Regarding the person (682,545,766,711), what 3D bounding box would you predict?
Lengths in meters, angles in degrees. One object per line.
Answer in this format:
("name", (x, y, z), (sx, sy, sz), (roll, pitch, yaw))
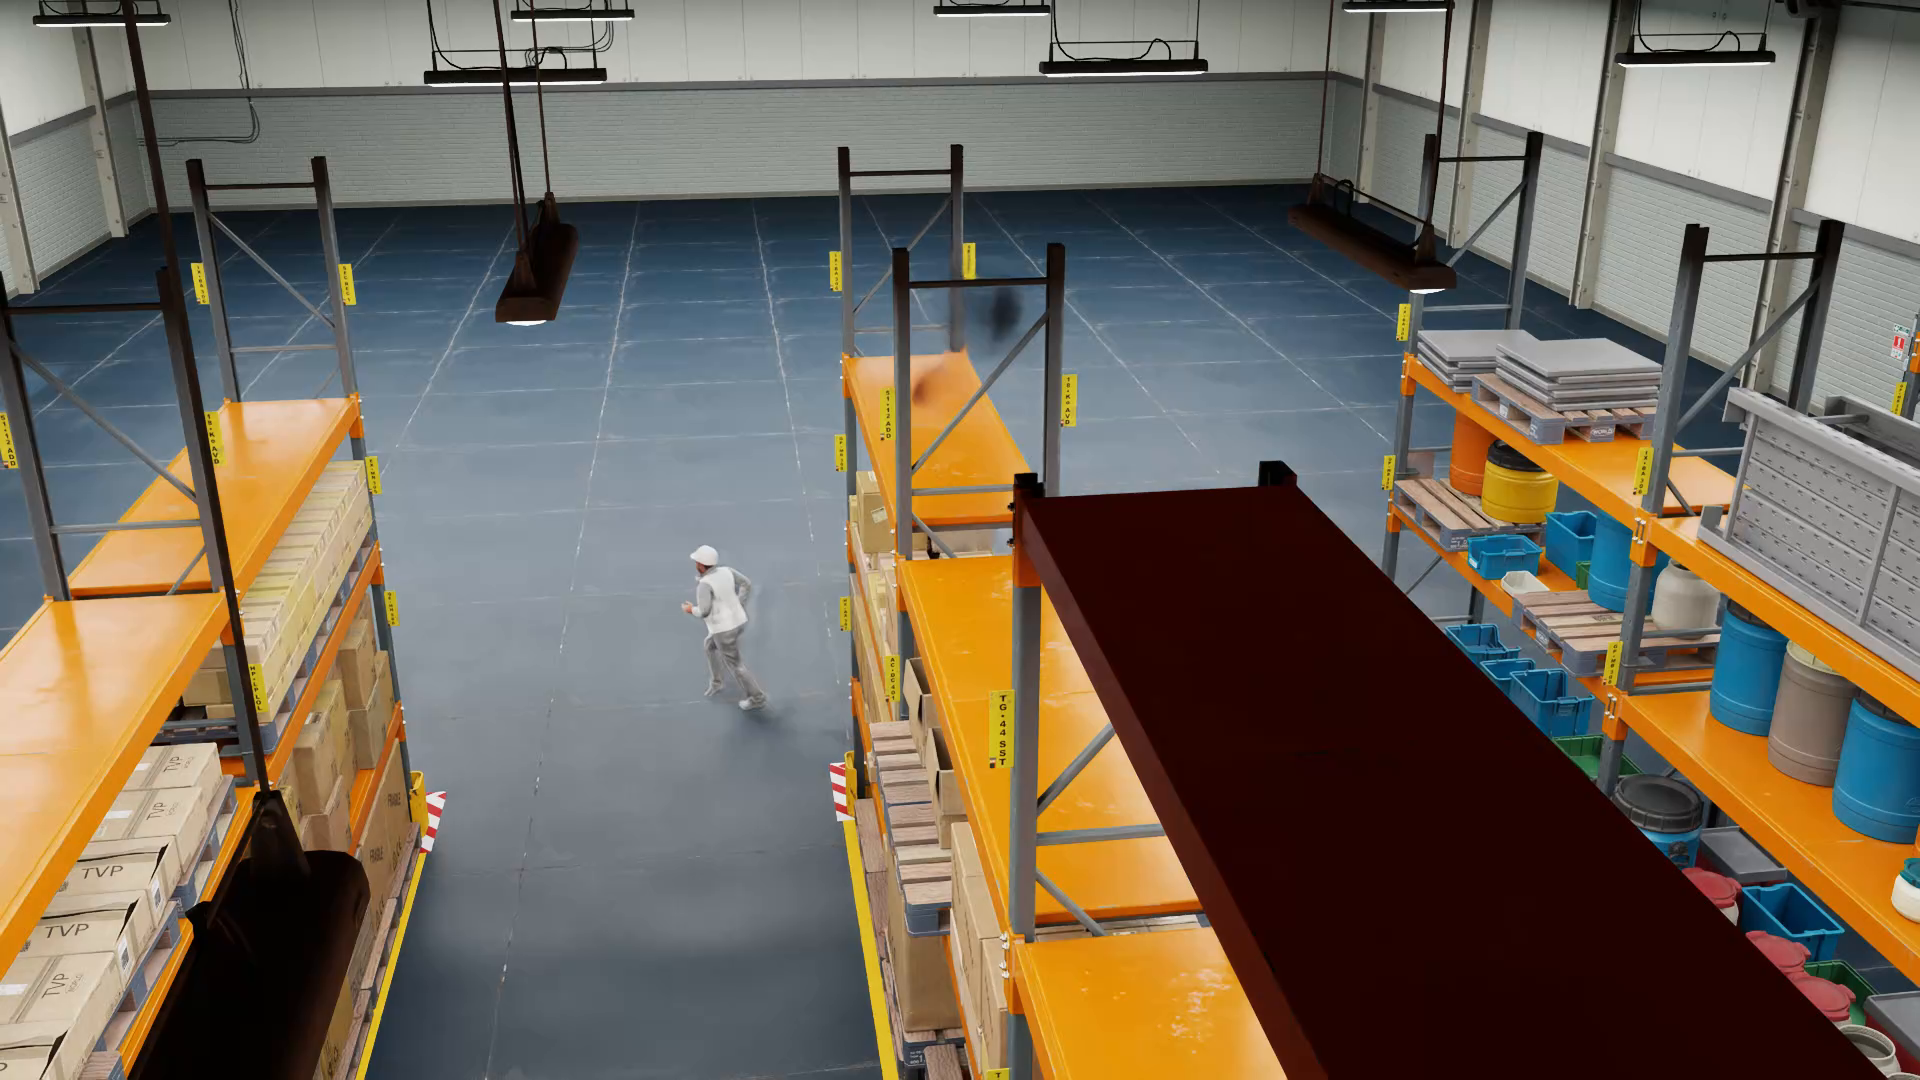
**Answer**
("person", (-2.376, 0.918, 17.017), (0.913, 1.770, 0.677), (10, 24, 23))
